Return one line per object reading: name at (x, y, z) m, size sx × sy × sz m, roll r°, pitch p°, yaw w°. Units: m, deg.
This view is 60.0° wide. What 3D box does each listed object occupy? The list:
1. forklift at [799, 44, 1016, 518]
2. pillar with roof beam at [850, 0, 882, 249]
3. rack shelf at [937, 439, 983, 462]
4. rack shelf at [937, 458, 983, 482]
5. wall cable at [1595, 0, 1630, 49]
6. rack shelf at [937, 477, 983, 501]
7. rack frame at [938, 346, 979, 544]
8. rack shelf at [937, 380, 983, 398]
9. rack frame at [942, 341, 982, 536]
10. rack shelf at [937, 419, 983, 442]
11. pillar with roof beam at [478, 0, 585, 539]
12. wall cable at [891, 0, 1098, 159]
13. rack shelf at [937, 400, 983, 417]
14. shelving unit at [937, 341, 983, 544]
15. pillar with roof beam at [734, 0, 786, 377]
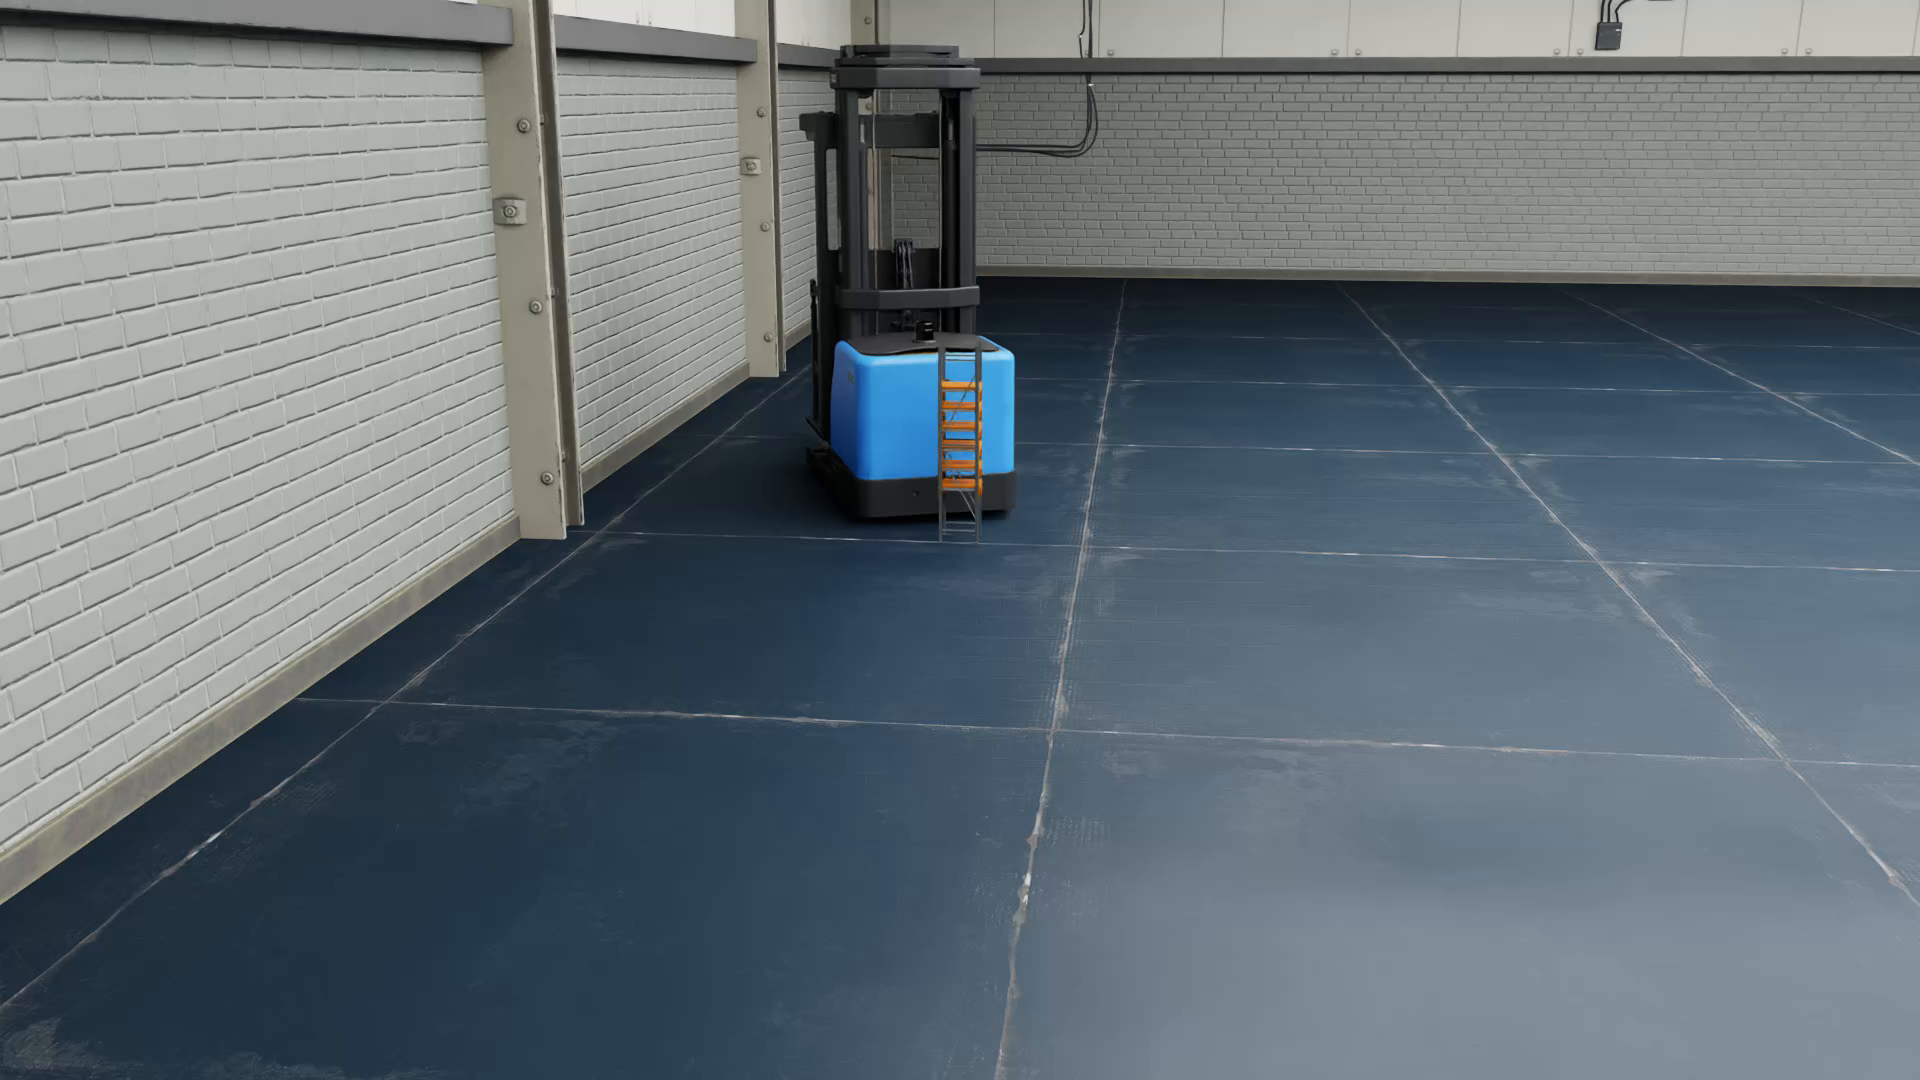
forklift at (-0.490, -1.896, 11.557) m, size 1.130 × 2.935 × 3.031 m, roll -4°, pitch 16°, yaw -13°
pillar with roof beam at (3.075, -7.389, 20.248) m, size 9.100 × 9.000 × 0.400 m, roll 2°, pitch 15°, yaw 6°
rack shelf at (0.002, -0.540, 10.031) m, size 0.258 × 0.103 × 0.180 m, roll 2°, pitch 15°, yaw 6°
rack shelf at (0.002, -0.424, 10.062) m, size 0.258 × 0.103 × 0.180 m, roll 2°, pitch 15°, yaw 6°
wall cable at (9.875, -9.599, 21.905) m, size 2.305 × 6.003 × 0.169 m, roll 2°, pitch 15°, yaw 6°
rack shelf at (0.002, -0.308, 10.094) m, size 0.258 × 0.103 × 0.180 m, roll 2°, pitch 15°, yaw 6°
rack frame at (-0.009, -0.559, 9.932) m, size 0.240 × 1.200 × 0.006 m, roll 2°, pitch 15°, yaw 6°
rack shelf at (0.002, -0.888, 9.937) m, size 0.258 × 0.103 × 0.180 m, roll 2°, pitch 15°, yaw 6°
rack frame at (0.012, -0.607, 10.107) m, size 0.240 × 1.200 × 0.006 m, roll 2°, pitch 15°, yaw 6°
rack shelf at (0.002, -0.656, 10.000) m, size 0.258 × 0.103 × 0.180 m, roll 2°, pitch 15°, yaw 6°
pillar with roof beam at (1.721, -4.277, 8.738) m, size 9.100 × 9.000 × 0.400 m, roll 2°, pitch 15°, yaw 6°
wall cable at (0.444, -6.742, 23.804) m, size 3.097 × 2.526 × 0.112 m, roll 2°, pitch 15°, yaw 6°
rack shelf at (0.002, -0.772, 9.968) m, size 0.258 × 0.103 × 0.180 m, roll 2°, pitch 15°, yaw 6°
shelving unit at (0.002, -0.583, 10.019) m, size 0.258 × 1.200 × 0.189 m, roll 2°, pitch 15°, yaw 6°
pillar with roof beam at (2.398, -5.833, 14.493) m, size 9.100 × 9.000 × 0.400 m, roll 2°, pitch 15°, yaw 6°
